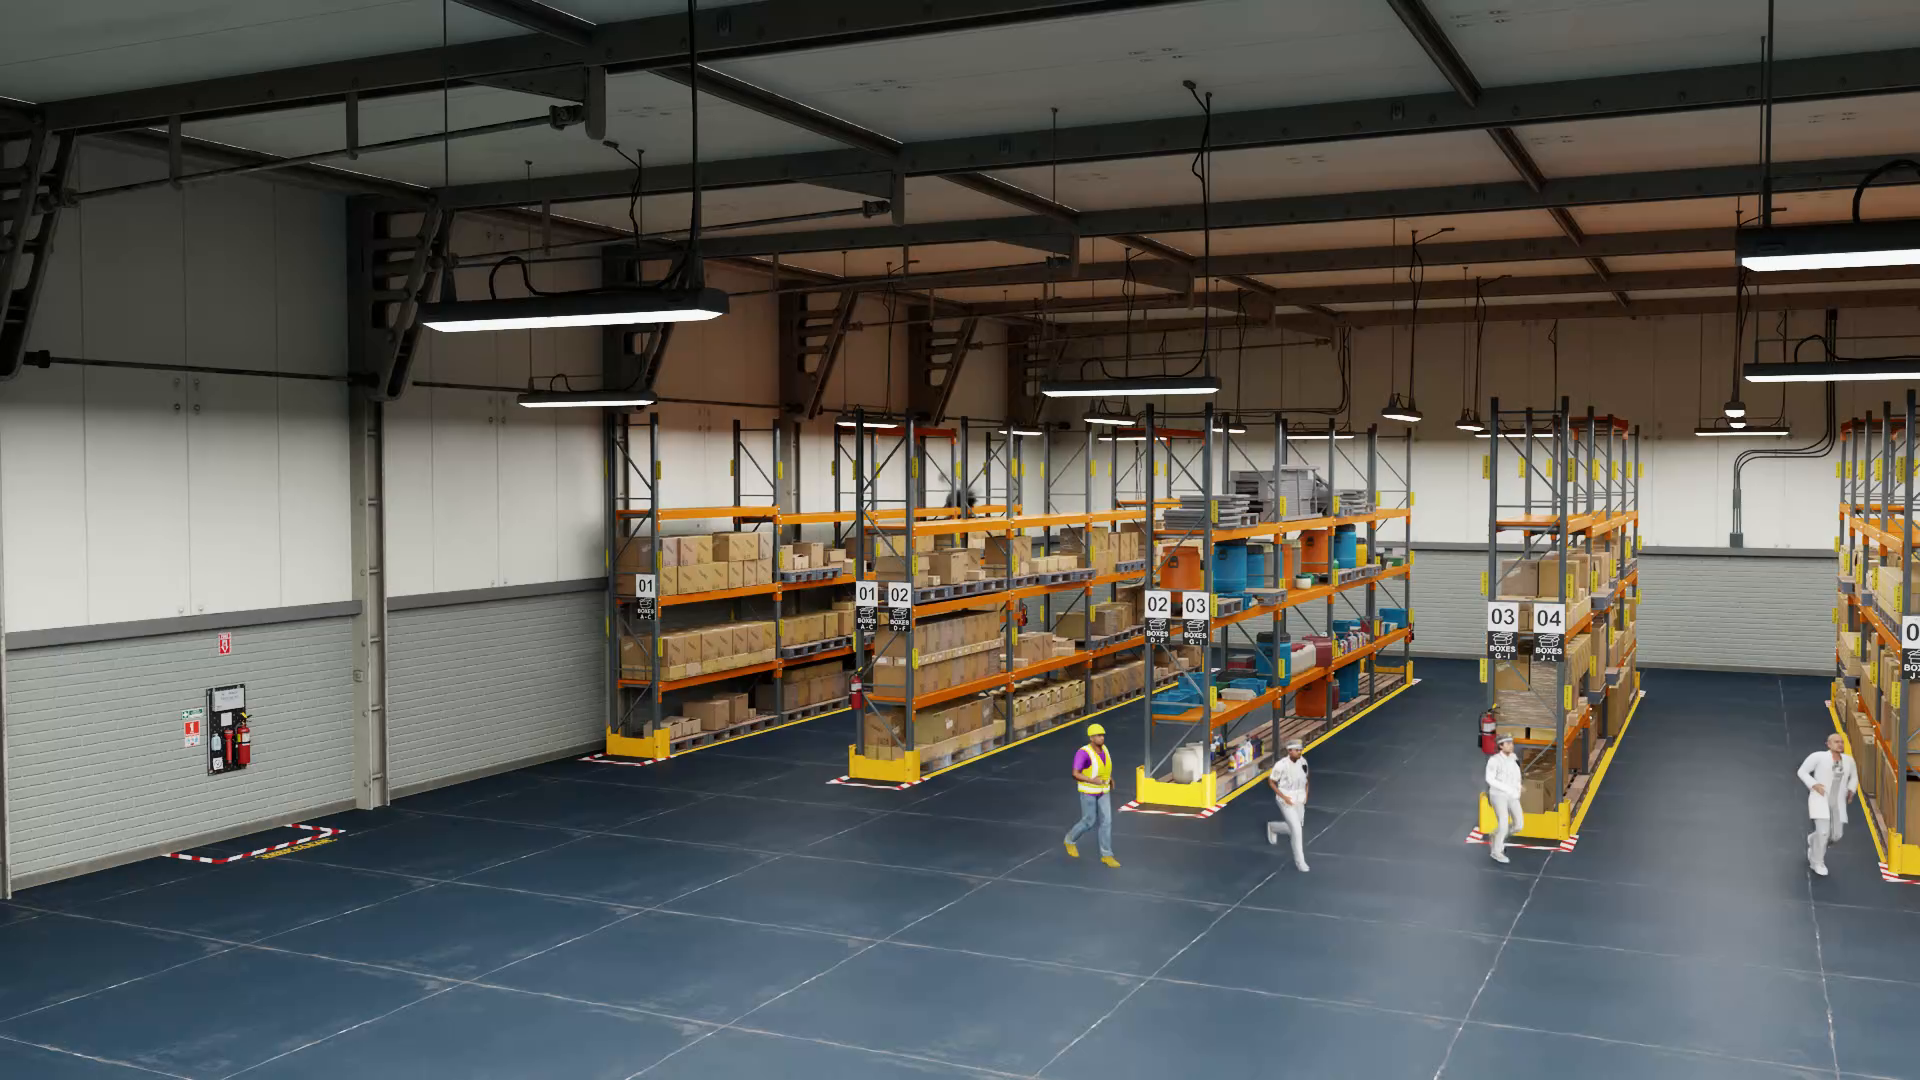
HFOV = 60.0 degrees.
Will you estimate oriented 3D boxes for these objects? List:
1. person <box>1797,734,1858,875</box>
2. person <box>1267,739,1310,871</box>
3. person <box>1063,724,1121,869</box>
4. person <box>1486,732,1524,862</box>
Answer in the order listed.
[{"bbox_3d":[10.867,3.276,20.778,0.743,1.726,0.636,0,2,5],"label":"person"},{"bbox_3d":[4.154,3.320,21.088,0.583,1.673,0.802,-1,3,-28],"label":"person"},{"bbox_3d":[1.695,3.224,21.141,0.726,1.783,0.864,-2,3,-40],"label":"person"},{"bbox_3d":[7.018,3.283,21.254,0.651,1.663,0.519,-1,3,-25],"label":"person"}]
